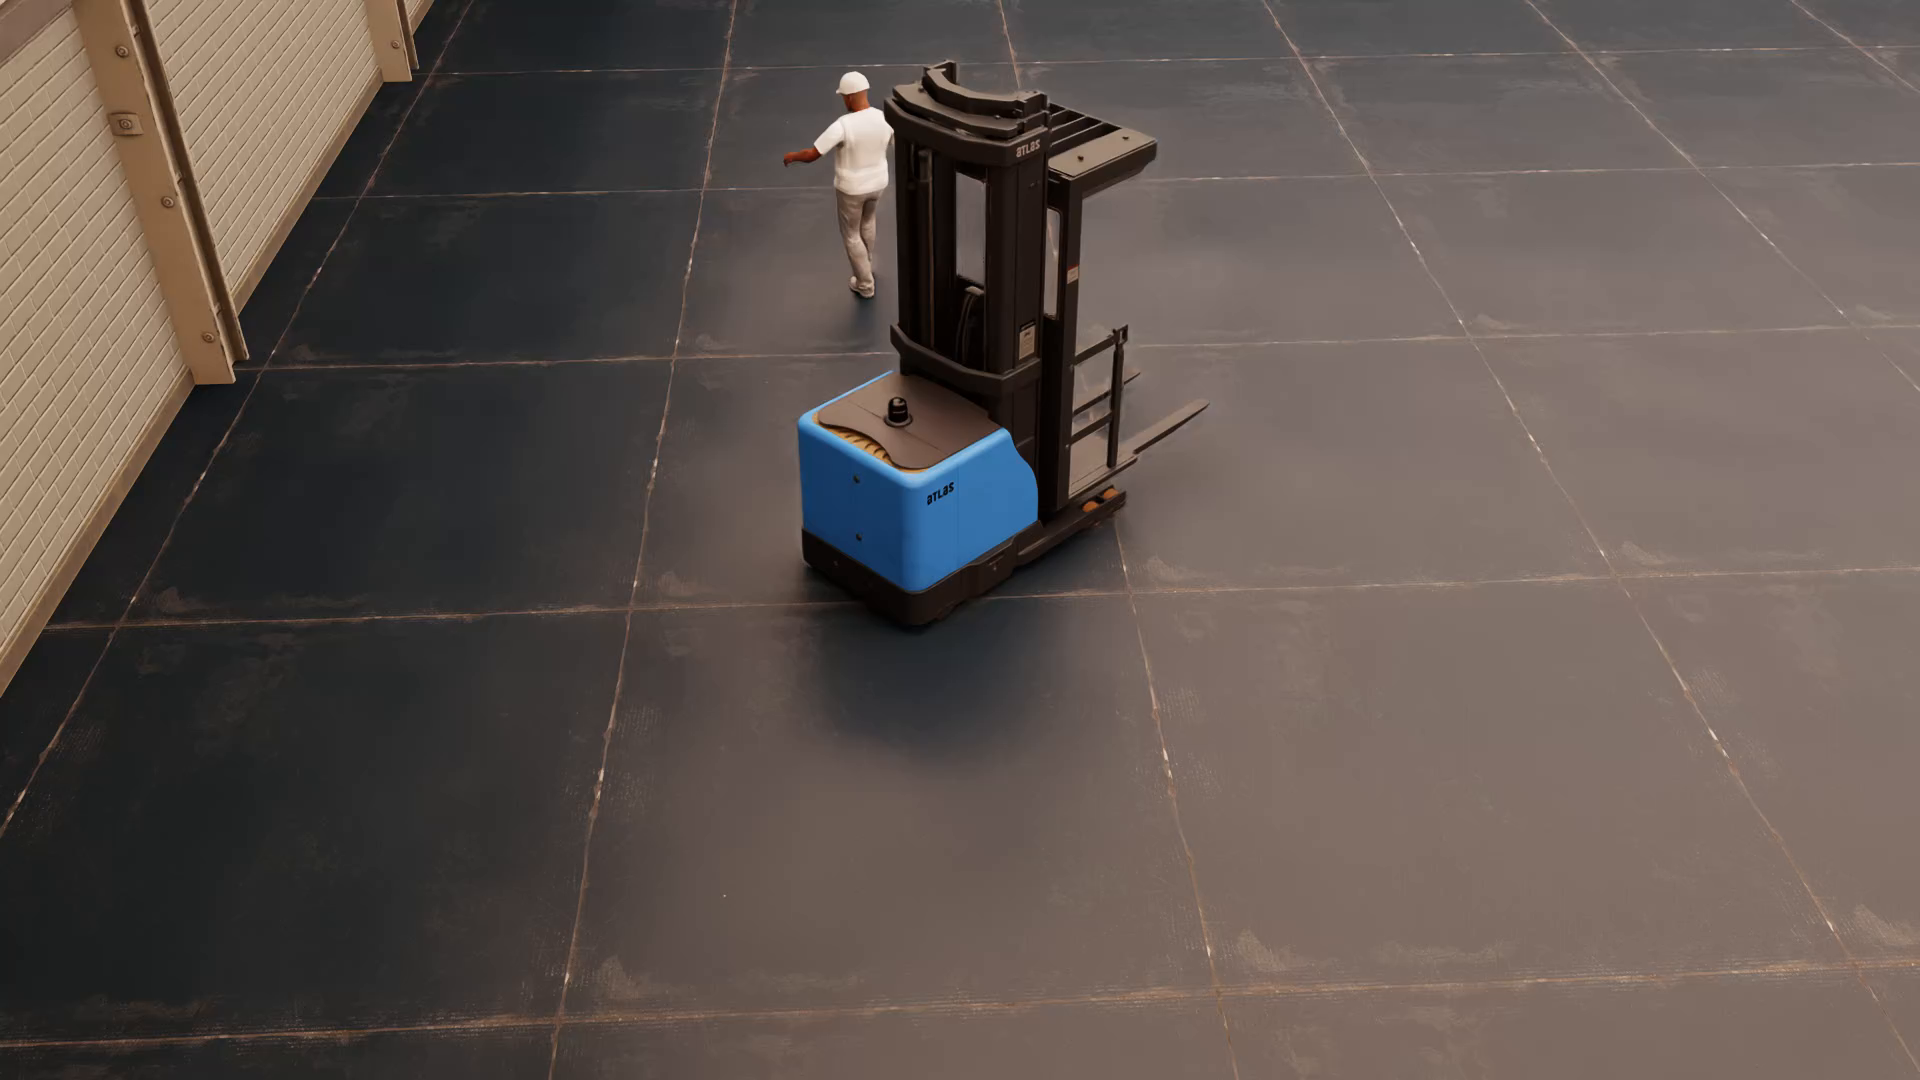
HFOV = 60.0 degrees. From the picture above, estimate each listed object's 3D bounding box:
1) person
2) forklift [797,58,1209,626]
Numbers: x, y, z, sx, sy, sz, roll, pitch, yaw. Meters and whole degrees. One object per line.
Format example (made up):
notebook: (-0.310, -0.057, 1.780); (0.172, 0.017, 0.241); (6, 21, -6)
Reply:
person: (-0.786, -2.797, 12.889); (1.052, 1.765, 0.705); (-19, 40, -24)
forklift: (0.421, -1.454, 10.007); (1.130, 2.935, 3.031); (30, 45, 34)
